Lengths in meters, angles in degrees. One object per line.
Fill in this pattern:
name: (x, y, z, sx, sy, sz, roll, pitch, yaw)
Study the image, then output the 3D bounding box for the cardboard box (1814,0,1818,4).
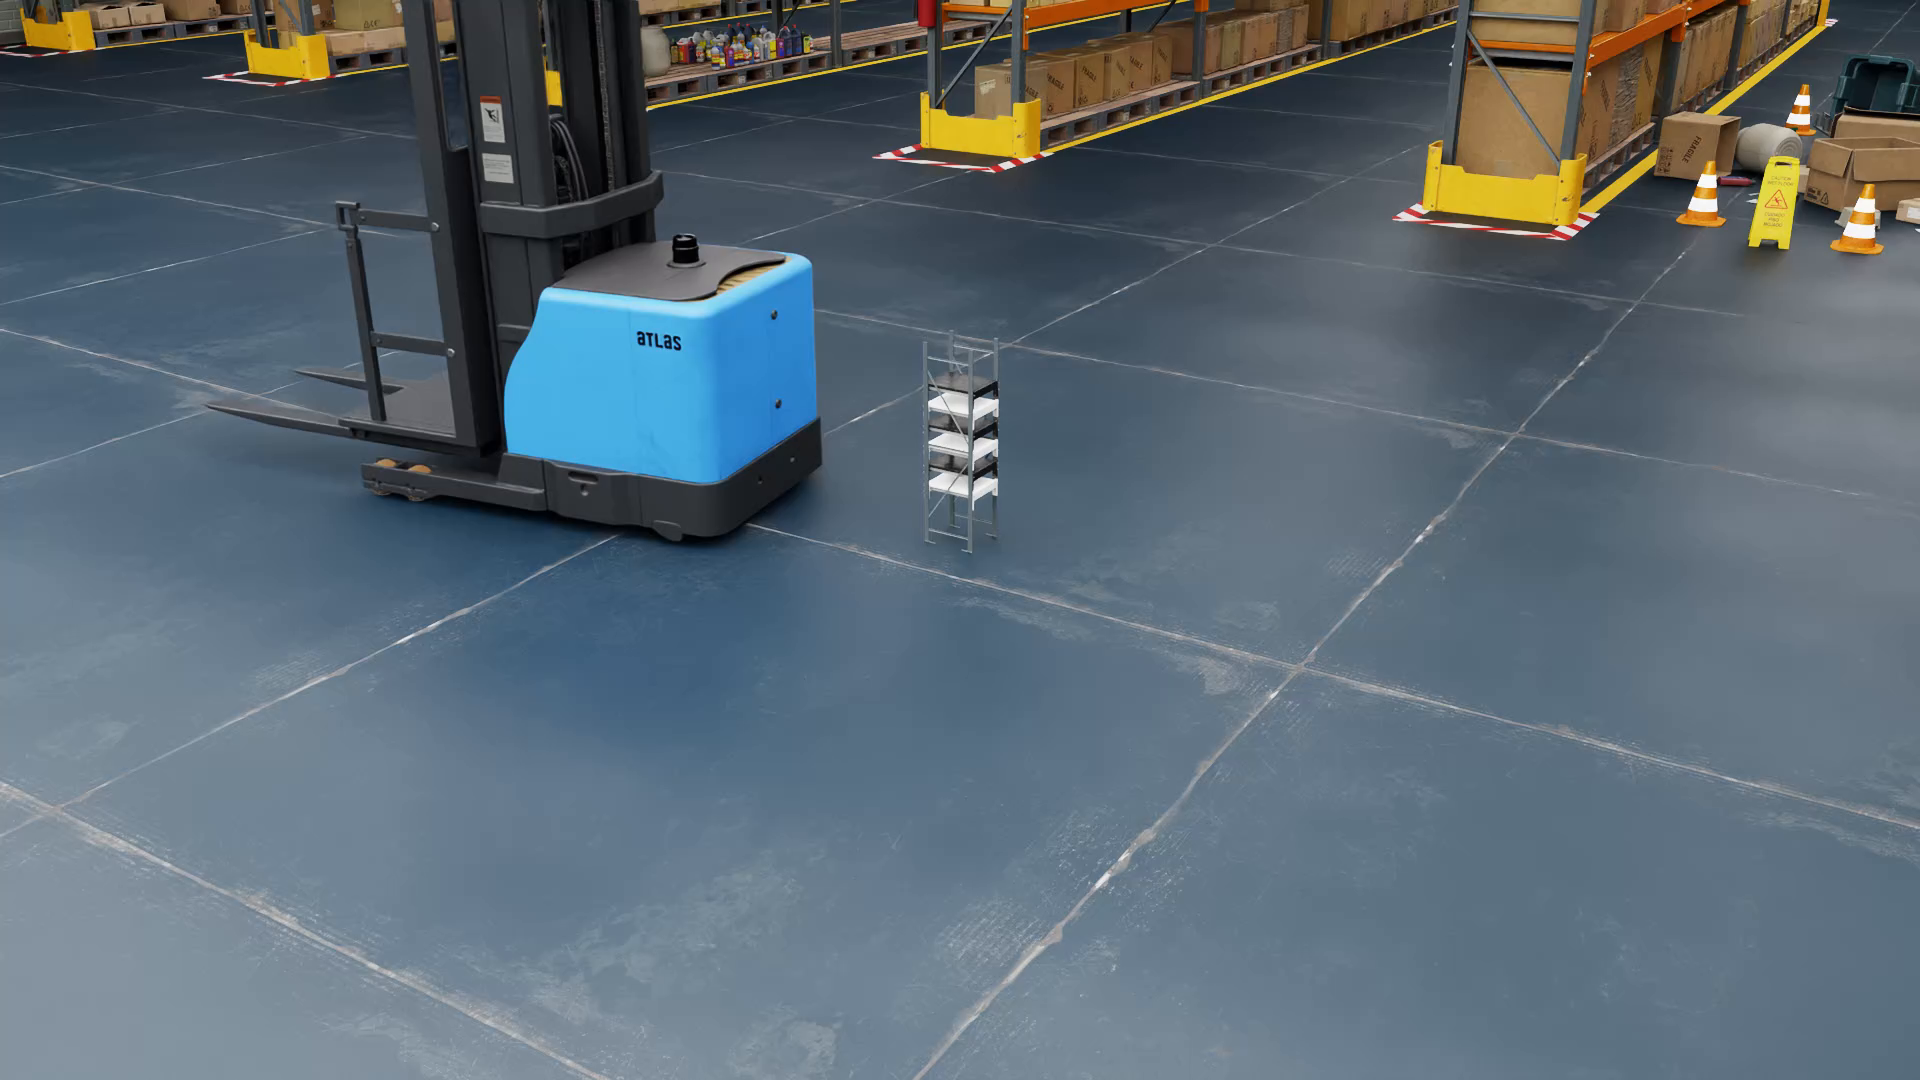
cardboard box: (12.713, -8.170, 25.033, 0.380, 0.149, 0.250, 13, 27, 28)

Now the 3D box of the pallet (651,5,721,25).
pallet: (-4.513, -8.289, 26.131, 1.003, 0.211, 1.213, 14, 27, 29)

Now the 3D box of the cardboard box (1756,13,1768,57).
cardboard box: (9.648, -6.263, 20.559, 0.500, 0.500, 0.500, 13, 27, 28)

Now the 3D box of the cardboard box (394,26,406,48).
cardboard box: (-7.269, -6.542, 21.517, 0.500, 0.250, 0.500, 14, 27, 29)

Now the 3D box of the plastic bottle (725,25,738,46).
plastic bottle: (-2.827, -6.186, 20.544, 0.144, 0.351, 0.185, 13, 26, 27)

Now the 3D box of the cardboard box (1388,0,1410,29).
cardboard box: (5.687, -7.807, 23.653, 1.225, 0.875, 0.875, 13, 27, 27)

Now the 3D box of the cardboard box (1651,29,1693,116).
cardboard box: (6.670, -4.726, 16.694, 1.050, 0.750, 0.750, 14, 27, 29)

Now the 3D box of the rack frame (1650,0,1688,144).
rack frame: (6.419, -5.337, 15.803, 1.000, 3.000, 0.127, 14, 27, 29)

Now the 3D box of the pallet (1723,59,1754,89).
pallet: (8.942, -5.671, 20.085, 1.003, 0.211, 1.213, 14, 27, 29)

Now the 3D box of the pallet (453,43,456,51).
pallet: (-6.611, -6.949, 23.036, 1.003, 0.211, 1.213, 14, 27, 29)

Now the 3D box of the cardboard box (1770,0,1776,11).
cardboard box: (9.912, -6.771, 20.788, 0.500, 0.250, 0.500, 13, 26, 27)

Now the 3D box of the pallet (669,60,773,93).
pallet: (-2.982, -5.538, 19.776, 1.003, 0.211, 1.213, 14, 27, 29)

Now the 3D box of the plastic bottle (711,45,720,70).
plastic bottle: (-2.838, -5.595, 19.280, 0.097, 0.271, 0.097, 0, 23, 0)

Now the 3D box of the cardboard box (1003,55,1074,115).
cardboard box: (0.778, -4.523, 16.539, 0.500, 0.500, 0.500, -20, 31, -39)

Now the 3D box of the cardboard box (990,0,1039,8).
cardboard box: (0.501, -4.992, 15.321, 0.380, 0.149, 0.250, 14, 27, 29)

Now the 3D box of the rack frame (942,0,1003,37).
rack frame: (0.161, -8.799, 23.799, 1.000, 3.000, 0.127, 14, 27, 29)

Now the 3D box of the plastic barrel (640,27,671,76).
plastic barrel: (-3.513, -5.557, 18.914, 0.421, 0.512, 0.421, 0, 23, 0)

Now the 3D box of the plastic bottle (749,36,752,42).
plastic bottle: (-2.496, -5.921, 20.016, 0.061, 0.283, 0.133, 14, 27, 29)

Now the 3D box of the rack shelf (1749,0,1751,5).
rack shelf: (9.584, -7.032, 20.624, 1.077, 0.370, 4.000, 14, 27, 29)

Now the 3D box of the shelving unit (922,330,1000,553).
shelving unit: (0.004, -0.416, 7.078, 0.258, 0.900, 0.210, 14, 27, 29)

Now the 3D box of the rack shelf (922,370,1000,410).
rack shelf: (0.004, -0.633, 6.984, 0.258, 0.077, 0.200, 14, 27, 29)

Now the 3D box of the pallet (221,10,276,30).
pallet: (-10.690, -8.011, 25.490, 1.003, 0.211, 1.213, 14, 27, 29)

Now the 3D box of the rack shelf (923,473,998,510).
rack shelf: (0.004, -0.220, 7.162, 0.258, 0.077, 0.200, 14, 27, 29)

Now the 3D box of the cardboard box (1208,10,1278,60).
cardboard box: (3.457, -6.203, 20.395, 0.700, 0.500, 0.500, 16, 28, 33)

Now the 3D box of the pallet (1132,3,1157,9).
pallet: (2.625, -9.126, 28.064, 1.003, 0.211, 1.213, 14, 27, 29)

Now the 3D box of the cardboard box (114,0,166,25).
cardboard box: (-11.734, -7.550, 23.745, 0.500, 0.311, 0.500, 16, 28, 33)

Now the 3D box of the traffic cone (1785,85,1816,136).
traffic cone: (8.409, -4.309, 16.622, 0.336, 0.463, 0.334, 14, 27, 29)

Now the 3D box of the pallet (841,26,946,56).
pallet: (-0.925, -6.856, 22.821, 1.003, 0.211, 1.213, 14, 27, 29)

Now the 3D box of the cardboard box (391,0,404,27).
cardboard box: (-7.279, -6.888, 21.374, 0.500, 0.500, 0.500, 14, 27, 29)

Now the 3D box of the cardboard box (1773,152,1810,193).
cardboard box: (7.077, -3.117, 14.115, 0.396, 0.266, 0.258, 20, 30, 38)

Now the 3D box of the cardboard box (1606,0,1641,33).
cardboard box: (5.140, -4.544, 13.781, 0.875, 0.550, 0.550, 14, 27, 29)

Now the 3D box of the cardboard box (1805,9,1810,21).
cardboard box: (12.186, -7.686, 24.289, 0.380, 0.149, 0.250, 13, 26, 27)

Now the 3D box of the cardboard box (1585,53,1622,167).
cardboard box: (5.073, -3.745, 14.271, 0.875, 0.875, 0.875, 13, 27, 28)

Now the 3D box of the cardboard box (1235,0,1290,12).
cardboard box: (3.769, -6.746, 20.707, 0.500, 0.250, 0.500, 17, 29, 35)

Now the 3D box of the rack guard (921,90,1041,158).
rack guard: (0.189, -3.939, 15.721, 1.175, 0.500, 0.348, 14, 27, 29)

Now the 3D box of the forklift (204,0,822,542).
forklift: (-2.222, -1.703, 7.493, 3.031, 2.935, 1.130, 9, 25, 21)

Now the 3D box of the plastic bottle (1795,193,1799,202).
plastic bottle: (6.858, -2.868, 13.798, 0.133, 0.061, 0.283, 5, 24, 11)

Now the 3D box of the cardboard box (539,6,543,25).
cardboard box: (-5.732, -7.503, 23.739, 0.500, 0.250, 0.500, 13, 27, 28)

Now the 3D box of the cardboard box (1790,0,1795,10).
cardboard box: (11.192, -7.348, 22.760, 0.380, 0.149, 0.250, 15, 28, 31)

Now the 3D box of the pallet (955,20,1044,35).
pallet: (0.541, -7.794, 24.988, 1.003, 0.211, 1.213, 14, 27, 29)

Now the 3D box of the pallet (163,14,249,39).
pallet: (-11.333, -7.598, 24.535, 1.003, 0.211, 1.213, 14, 27, 29)

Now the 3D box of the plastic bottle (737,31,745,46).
plastic bottle: (-2.702, -6.139, 20.536, 0.097, 0.271, 0.097, 0, 23, 0)

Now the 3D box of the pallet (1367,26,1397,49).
pallet: (5.493, -7.142, 23.481, 1.003, 0.211, 1.213, 14, 27, 29)

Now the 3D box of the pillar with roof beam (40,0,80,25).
pillar with roof beam: (-9.184, -10.443, 20.047, 9.100, 9.000, 0.400, 14, 27, 29)

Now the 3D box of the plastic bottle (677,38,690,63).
plastic bottle: (-3.307, -5.842, 19.843, 0.152, 0.276, 0.135, 14, 27, 29)

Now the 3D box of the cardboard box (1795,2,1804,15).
cardboard box: (11.754, -7.558, 23.618, 0.380, 0.149, 0.250, 14, 27, 29)

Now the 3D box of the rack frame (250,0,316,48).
rack frame: (-8.266, -7.138, 19.963, 1.000, 3.000, 0.127, 14, 27, 29)

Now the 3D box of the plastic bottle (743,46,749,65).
plastic bottle: (-2.552, -5.746, 19.716, 0.097, 0.201, 0.097, 0, 23, 0)

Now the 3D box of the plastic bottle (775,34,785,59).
plastic bottle: (-2.196, -5.998, 20.195, 0.061, 0.283, 0.133, 16, 28, 32)
